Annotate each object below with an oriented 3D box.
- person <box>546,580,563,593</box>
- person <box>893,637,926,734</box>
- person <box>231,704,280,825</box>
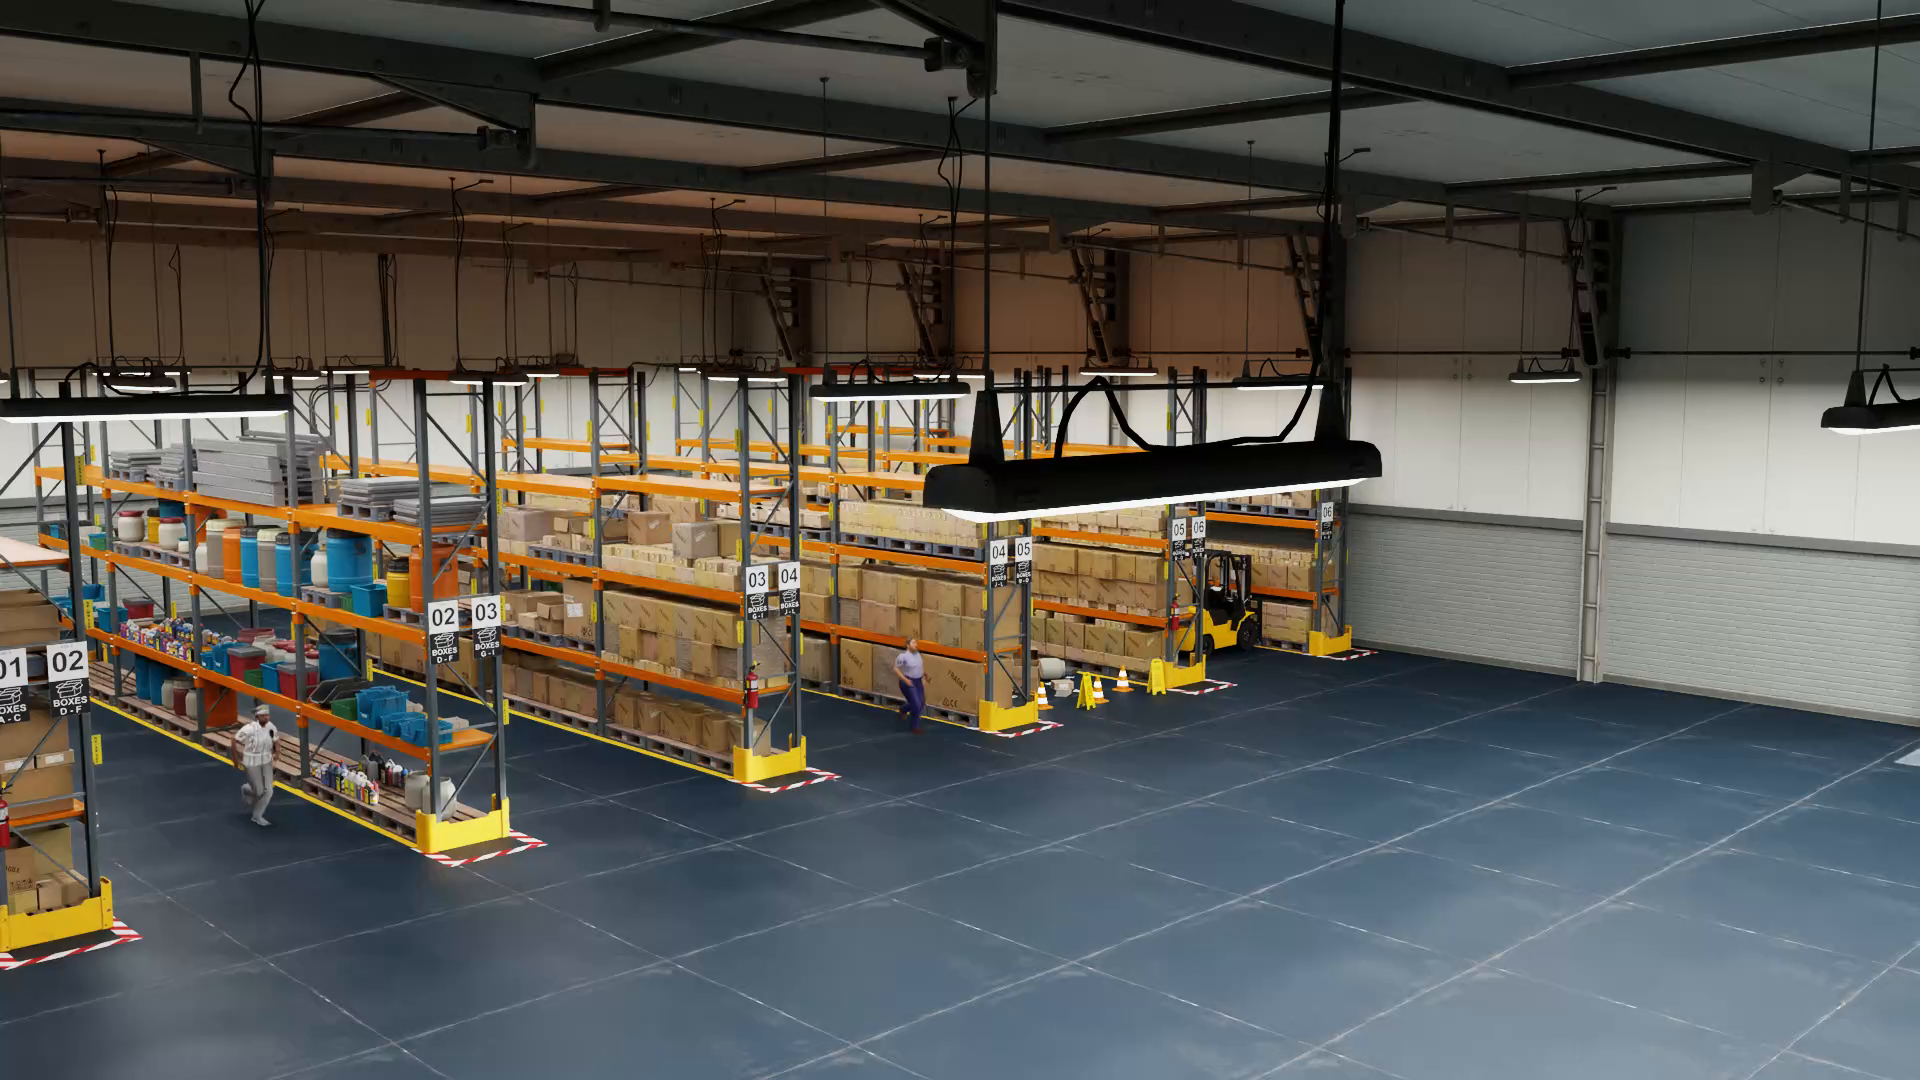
[{"bbox_3d":[-10.091,0.821,41.003,0.969,1.747,0.718,0,6,-3],"label":"person"},{"bbox_3d":[-0.849,2.415,27.793,0.670,1.586,0.611,6,9,41],"label":"person"},{"bbox_3d":[-9.463,3.013,22.400,0.664,1.653,0.611,5,8,39],"label":"person"}]
